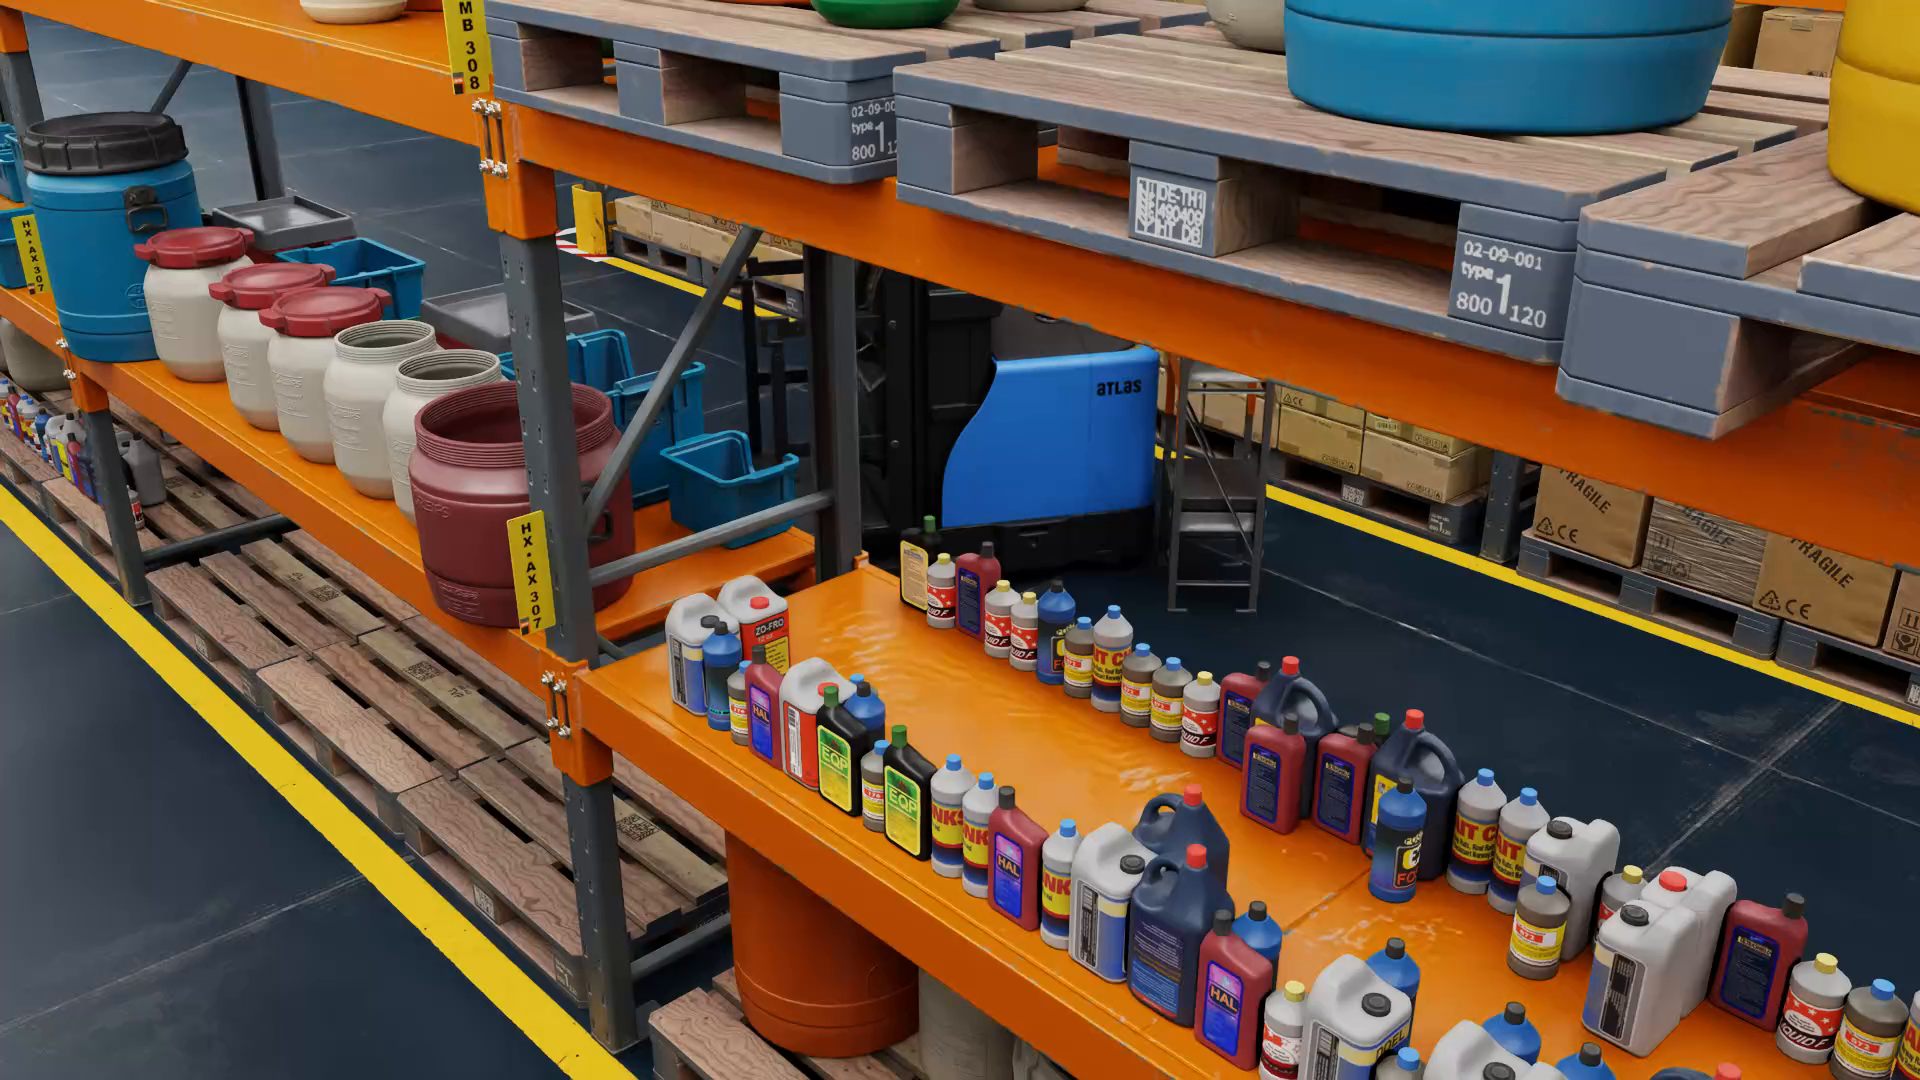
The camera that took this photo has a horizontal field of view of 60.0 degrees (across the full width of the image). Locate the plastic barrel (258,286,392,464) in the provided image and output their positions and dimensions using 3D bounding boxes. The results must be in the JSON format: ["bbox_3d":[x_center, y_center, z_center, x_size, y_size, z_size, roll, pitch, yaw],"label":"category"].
[{"bbox_3d":[-2.140,-0.566,5.712,0.433,0.535,0.433,0,25,0],"label":"plastic barrel"}]

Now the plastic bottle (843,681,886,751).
[{"bbox_3d":[-0.218,0.450,3.805,0.097,0.271,0.097,0,25,0],"label":"plastic bottle"}]

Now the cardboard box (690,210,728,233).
[{"bbox_3d":[-1.649,-2.582,12.200,0.500,0.500,0.500,-21,32,-38],"label":"cardboard box"}]

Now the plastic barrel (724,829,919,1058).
[{"bbox_3d":[-0.350,0.942,4.679,0.600,0.830,0.708,-21,32,-38],"label":"plastic barrel"}]

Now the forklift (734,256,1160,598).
[{"bbox_3d":[-0.645,-1.267,7.496,3.031,2.935,1.130,-6,25,-13],"label":"forklift"}]

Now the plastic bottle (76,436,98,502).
[{"bbox_3d":[-4.213,-0.376,8.121,0.185,0.351,0.144,22,32,39],"label":"plastic bottle"}]

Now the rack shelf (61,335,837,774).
[{"bbox_3d":[-2.064,-0.276,6.108,1.077,0.370,4.000,-21,32,-38],"label":"rack shelf"}]

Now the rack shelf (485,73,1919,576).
[{"bbox_3d":[0.670,-0.429,2.829,1.077,0.370,4.000,-21,32,-38],"label":"rack shelf"}]

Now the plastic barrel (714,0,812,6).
[{"bbox_3d":[-0.311,-1.576,3.453,0.600,0.830,0.708,-21,32,-38],"label":"plastic barrel"}]

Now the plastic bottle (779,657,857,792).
[{"bbox_3d":[-0.321,0.422,3.861,0.152,0.276,0.135,-21,32,-38],"label":"plastic bottle"}]

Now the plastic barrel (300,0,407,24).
[{"bbox_3d":[-1.737,-1.618,4.736,0.301,0.262,0.301,0,25,0],"label":"plastic barrel"}]

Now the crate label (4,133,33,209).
[{"bbox_3d":[-4.710,-1.956,8.882,0.502,0.435,0.616,-21,32,-38],"label":"crate label"}]

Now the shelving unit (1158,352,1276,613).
[{"bbox_3d":[1.144,-0.731,7.322,0.431,2.100,0.503,1,25,1],"label":"shelving unit"}]

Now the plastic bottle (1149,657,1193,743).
[{"bbox_3d":[0.513,0.381,4.039,0.097,0.201,0.097,0,25,0],"label":"plastic bottle"}]

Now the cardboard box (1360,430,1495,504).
[{"bbox_3d":[2.383,-0.432,8.389,0.500,0.250,0.500,-20,31,-37],"label":"cardboard box"}]

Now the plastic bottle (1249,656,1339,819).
[{"bbox_3d":[0.750,0.433,3.747,0.144,0.351,0.185,-21,32,-38],"label":"plastic bottle"}]

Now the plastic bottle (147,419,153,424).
[{"bbox_3d":[-4.421,-0.749,9.119,0.097,0.201,0.097,0,25,0],"label":"plastic bottle"}]

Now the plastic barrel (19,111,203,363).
[{"bbox_3d":[-3.388,-1.234,6.738,0.600,0.901,0.708,-21,32,-38],"label":"plastic barrel"}]

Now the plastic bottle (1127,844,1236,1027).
[{"bbox_3d":[0.417,0.717,3.123,0.144,0.351,0.185,-21,32,-38],"label":"plastic bottle"}]

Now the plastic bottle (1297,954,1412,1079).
[{"bbox_3d":[0.686,0.869,2.881,0.152,0.276,0.135,-21,32,-38],"label":"plastic bottle"}]

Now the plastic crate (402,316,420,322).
[{"bbox_3d":[-2.035,-0.665,6.350,0.450,0.188,0.662,-21,32,-38],"label":"plastic crate"}]

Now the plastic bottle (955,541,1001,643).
[{"bbox_3d":[0.048,0.127,4.498,0.061,0.283,0.133,-21,32,-38],"label":"plastic bottle"}]

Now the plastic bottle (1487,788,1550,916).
[{"bbox_3d":[1.148,0.631,3.408,0.097,0.271,0.097,0,25,0],"label":"plastic bottle"}]

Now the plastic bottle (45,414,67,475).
[{"bbox_3d":[-4.542,-0.490,8.462,0.152,0.276,0.135,-21,32,-38],"label":"plastic bottle"}]

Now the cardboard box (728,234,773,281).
[{"bbox_3d":[-1.319,-2.085,12.013,0.500,0.250,0.500,-21,32,-38],"label":"cardboard box"}]

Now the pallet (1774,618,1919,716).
[{"bbox_3d":[4.233,0.474,6.958,1.003,0.211,1.213,-21,32,-38],"label":"pallet"}]

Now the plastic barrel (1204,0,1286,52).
[{"bbox_3d":[0.624,-1.121,2.809,0.433,0.535,0.433,0,25,0],"label":"plastic barrel"}]

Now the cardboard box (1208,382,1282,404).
[{"bbox_3d":[1.680,-0.995,8.948,0.500,0.311,0.500,-21,32,-39],"label":"cardboard box"}]

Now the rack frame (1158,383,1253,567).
[{"bbox_3d":[1.150,-0.832,7.544,0.400,2.100,0.015,1,25,1],"label":"rack frame"}]

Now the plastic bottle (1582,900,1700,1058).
[{"bbox_3d":[1.254,0.785,3.064,0.152,0.276,0.135,-21,32,-38],"label":"plastic bottle"}]

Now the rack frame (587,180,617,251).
[{"bbox_3d":[-2.547,-3.825,13.021,1.000,3.000,0.127,-21,32,-38],"label":"rack frame"}]

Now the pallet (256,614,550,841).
[{"bbox_3d":[-2.028,0.656,6.558,1.003,0.211,1.213,-21,32,-38],"label":"pallet"}]

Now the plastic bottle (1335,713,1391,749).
[{"bbox_3d":[0.889,0.500,3.681,0.061,0.283,0.133,-21,32,-38],"label":"plastic bottle"}]

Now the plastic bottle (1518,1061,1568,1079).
[{"bbox_3d":[0.937,0.980,2.638,0.152,0.276,0.135,-21,32,-38],"label":"plastic bottle"}]

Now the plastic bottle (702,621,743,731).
[{"bbox_3d":[-0.578,0.327,4.075,0.097,0.271,0.097,0,25,0],"label":"plastic bottle"}]

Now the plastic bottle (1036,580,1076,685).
[{"bbox_3d":[0.247,0.232,4.283,0.097,0.271,0.097,0,25,0],"label":"plastic bottle"}]

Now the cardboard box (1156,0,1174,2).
[{"bbox_3d":[1.852,-4.973,14.790,0.500,0.500,0.500,23,33,40],"label":"cardboard box"}]

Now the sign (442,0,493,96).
[{"bbox_3d":[-1.094,-1.156,3.683,0.100,0.325,0.005,-21,32,-38],"label":"sign"}]

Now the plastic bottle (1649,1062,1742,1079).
[{"bbox_3d":[1.148,0.954,2.604,0.144,0.351,0.185,-21,32,-38],"label":"plastic bottle"}]

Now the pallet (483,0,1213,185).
[{"bbox_3d":[-0.246,-1.017,3.478,1.003,0.211,1.213,-21,32,-38],"label":"pallet"}]

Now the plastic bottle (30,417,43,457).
[{"bbox_3d":[-4.783,-0.546,8.675,0.097,0.201,0.097,0,25,0],"label":"plastic bottle"}]

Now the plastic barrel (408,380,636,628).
[{"bbox_3d":[-1.236,-0.114,4.722,0.600,0.536,0.708,-21,32,-38],"label":"plastic barrel"}]

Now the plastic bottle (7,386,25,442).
[{"bbox_3d":[-5.012,-0.674,8.856,0.061,0.283,0.133,-21,32,-38],"label":"plastic bottle"}]

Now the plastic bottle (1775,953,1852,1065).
[{"bbox_3d":[1.556,0.844,3.026,0.097,0.201,0.097,0,25,0],"label":"plastic bottle"}]

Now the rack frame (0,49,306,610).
[{"bbox_3d":[-3.431,-1.209,7.287,1.000,3.000,0.127,-21,32,-38],"label":"rack frame"}]

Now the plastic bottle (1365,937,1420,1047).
[{"bbox_3d":[0.765,0.830,2.972,0.097,0.271,0.097,0,25,0],"label":"plastic bottle"}]

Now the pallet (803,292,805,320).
[{"bbox_3d":[-0.326,-1.598,11.498,1.003,0.211,1.213,-21,32,-38],"label":"pallet"}]

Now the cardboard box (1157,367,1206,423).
[{"bbox_3d":[1.333,-0.895,9.405,0.500,0.250,0.500,-20,32,-38],"label":"cardboard box"}]

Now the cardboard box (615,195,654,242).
[{"bbox_3d":[-2.343,-2.540,13.010,0.500,0.250,0.500,-21,32,-38],"label":"cardboard box"}]

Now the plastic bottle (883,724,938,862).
[{"bbox_3d":[-0.105,0.542,3.588,0.061,0.283,0.133,-21,32,-38],"label":"plastic bottle"}]

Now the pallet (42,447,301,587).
[{"bbox_3d":[-3.860,-0.156,8.338,1.003,0.211,1.213,-21,32,-38],"label":"pallet"}]

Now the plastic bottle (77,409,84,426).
[{"bbox_3d":[-4.465,-0.524,8.527,0.061,0.283,0.133,-21,32,-38],"label":"plastic bottle"}]

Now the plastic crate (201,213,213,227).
[{"bbox_3d":[-3.696,-1.376,7.727,0.767,0.338,0.504,-21,32,-38],"label":"plastic crate"}]

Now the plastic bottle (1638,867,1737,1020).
[{"bbox_3d":[1.366,0.742,3.159,0.152,0.276,0.135,-21,32,-38],"label":"plastic bottle"}]

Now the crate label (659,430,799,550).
[{"bbox_3d":[-0.712,-0.155,5.178,0.303,0.233,0.416,-21,32,-38],"label":"crate label"}]

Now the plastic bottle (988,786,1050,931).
[{"bbox_3d":[0.119,0.641,3.371,0.061,0.283,0.133,-21,32,-38],"label":"plastic bottle"}]

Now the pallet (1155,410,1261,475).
[{"bbox_3d":[1.557,-0.763,9.668,1.003,0.211,1.213,-21,32,-38],"label":"pallet"}]

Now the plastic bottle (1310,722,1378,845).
[{"bbox_3d":[0.845,0.517,3.643,0.061,0.283,0.133,-21,32,-38],"label":"plastic bottle"}]

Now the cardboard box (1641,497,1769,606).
[{"bbox_3d":[3.385,-0.088,7.311,0.500,0.500,0.500,22,33,40],"label":"cardboard box"}]
